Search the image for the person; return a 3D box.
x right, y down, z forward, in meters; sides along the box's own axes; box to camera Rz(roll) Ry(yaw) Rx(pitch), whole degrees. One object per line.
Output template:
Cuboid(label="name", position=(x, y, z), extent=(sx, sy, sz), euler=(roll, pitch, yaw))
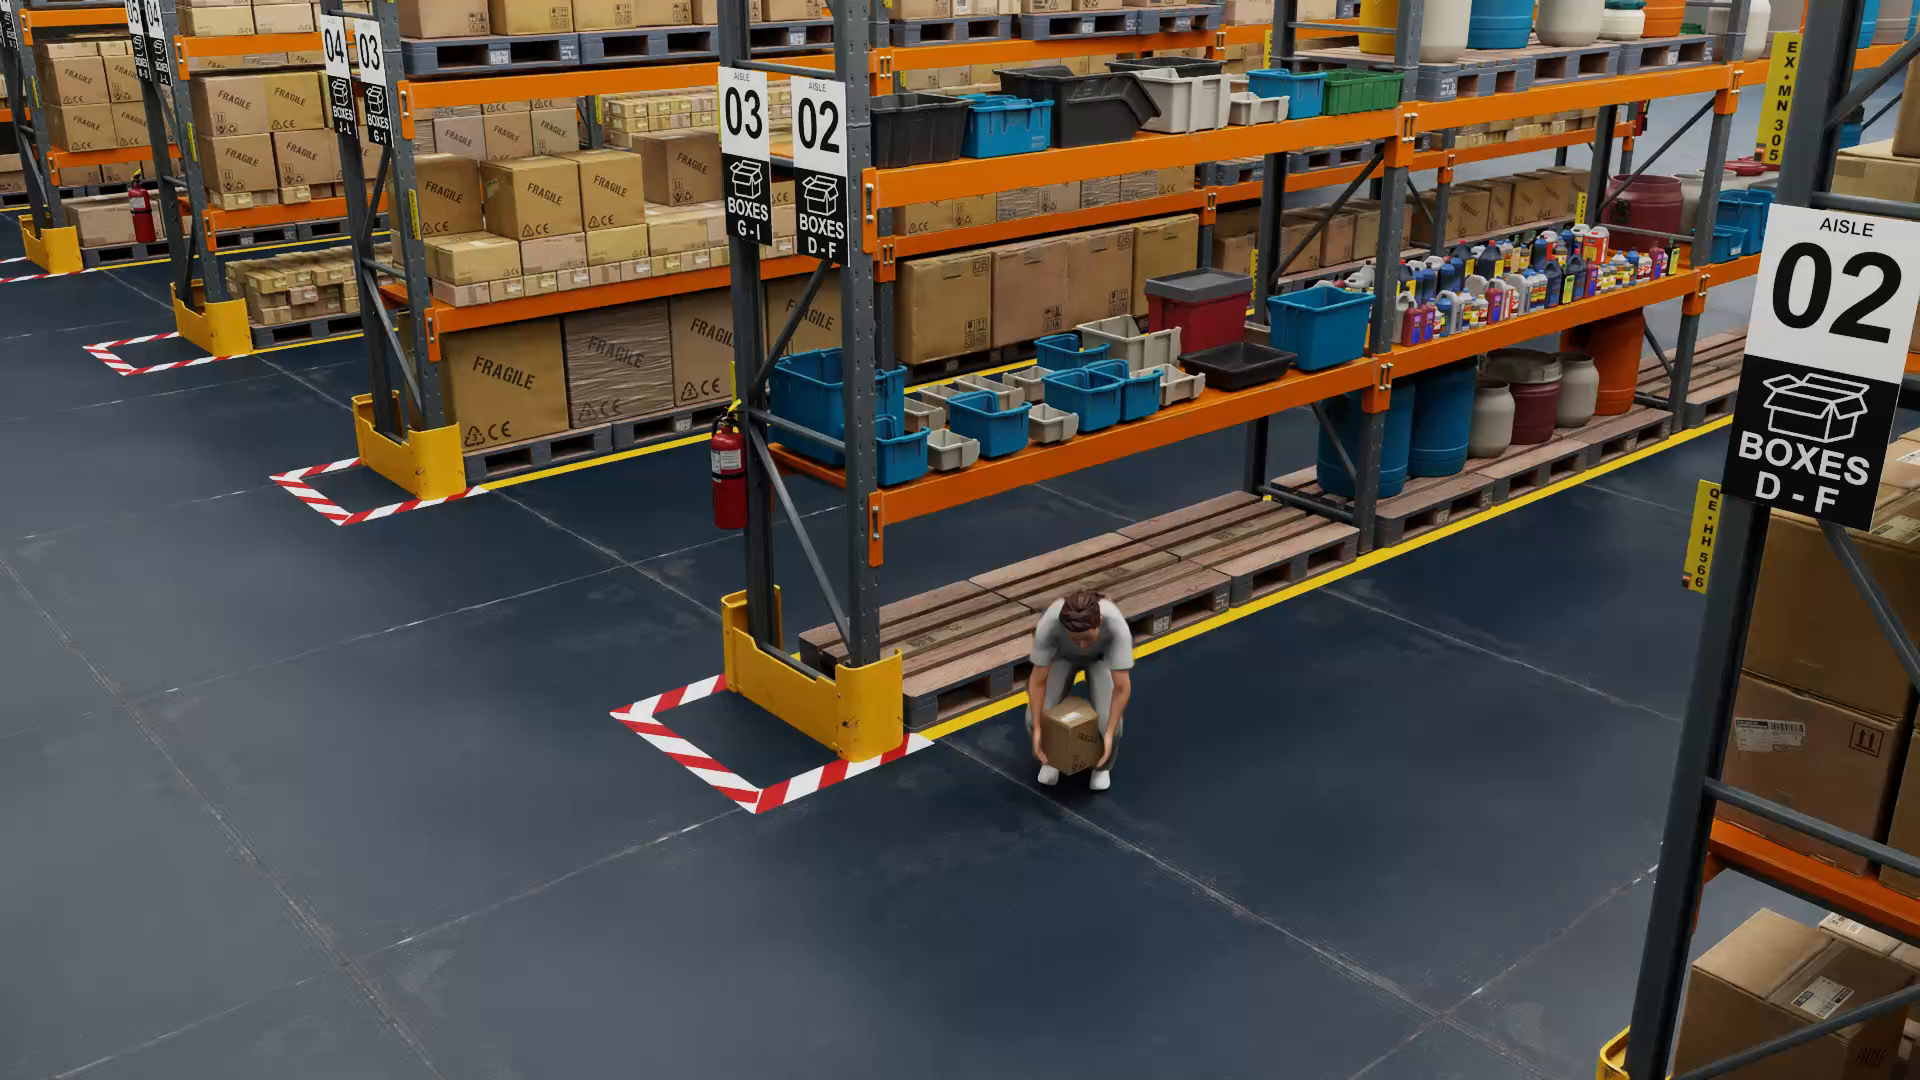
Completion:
Cuboid(label="person", position=(0.567, 0.653, 7.701), extent=(0.493, 1.095, 0.750), euler=(5, 22, 12))
